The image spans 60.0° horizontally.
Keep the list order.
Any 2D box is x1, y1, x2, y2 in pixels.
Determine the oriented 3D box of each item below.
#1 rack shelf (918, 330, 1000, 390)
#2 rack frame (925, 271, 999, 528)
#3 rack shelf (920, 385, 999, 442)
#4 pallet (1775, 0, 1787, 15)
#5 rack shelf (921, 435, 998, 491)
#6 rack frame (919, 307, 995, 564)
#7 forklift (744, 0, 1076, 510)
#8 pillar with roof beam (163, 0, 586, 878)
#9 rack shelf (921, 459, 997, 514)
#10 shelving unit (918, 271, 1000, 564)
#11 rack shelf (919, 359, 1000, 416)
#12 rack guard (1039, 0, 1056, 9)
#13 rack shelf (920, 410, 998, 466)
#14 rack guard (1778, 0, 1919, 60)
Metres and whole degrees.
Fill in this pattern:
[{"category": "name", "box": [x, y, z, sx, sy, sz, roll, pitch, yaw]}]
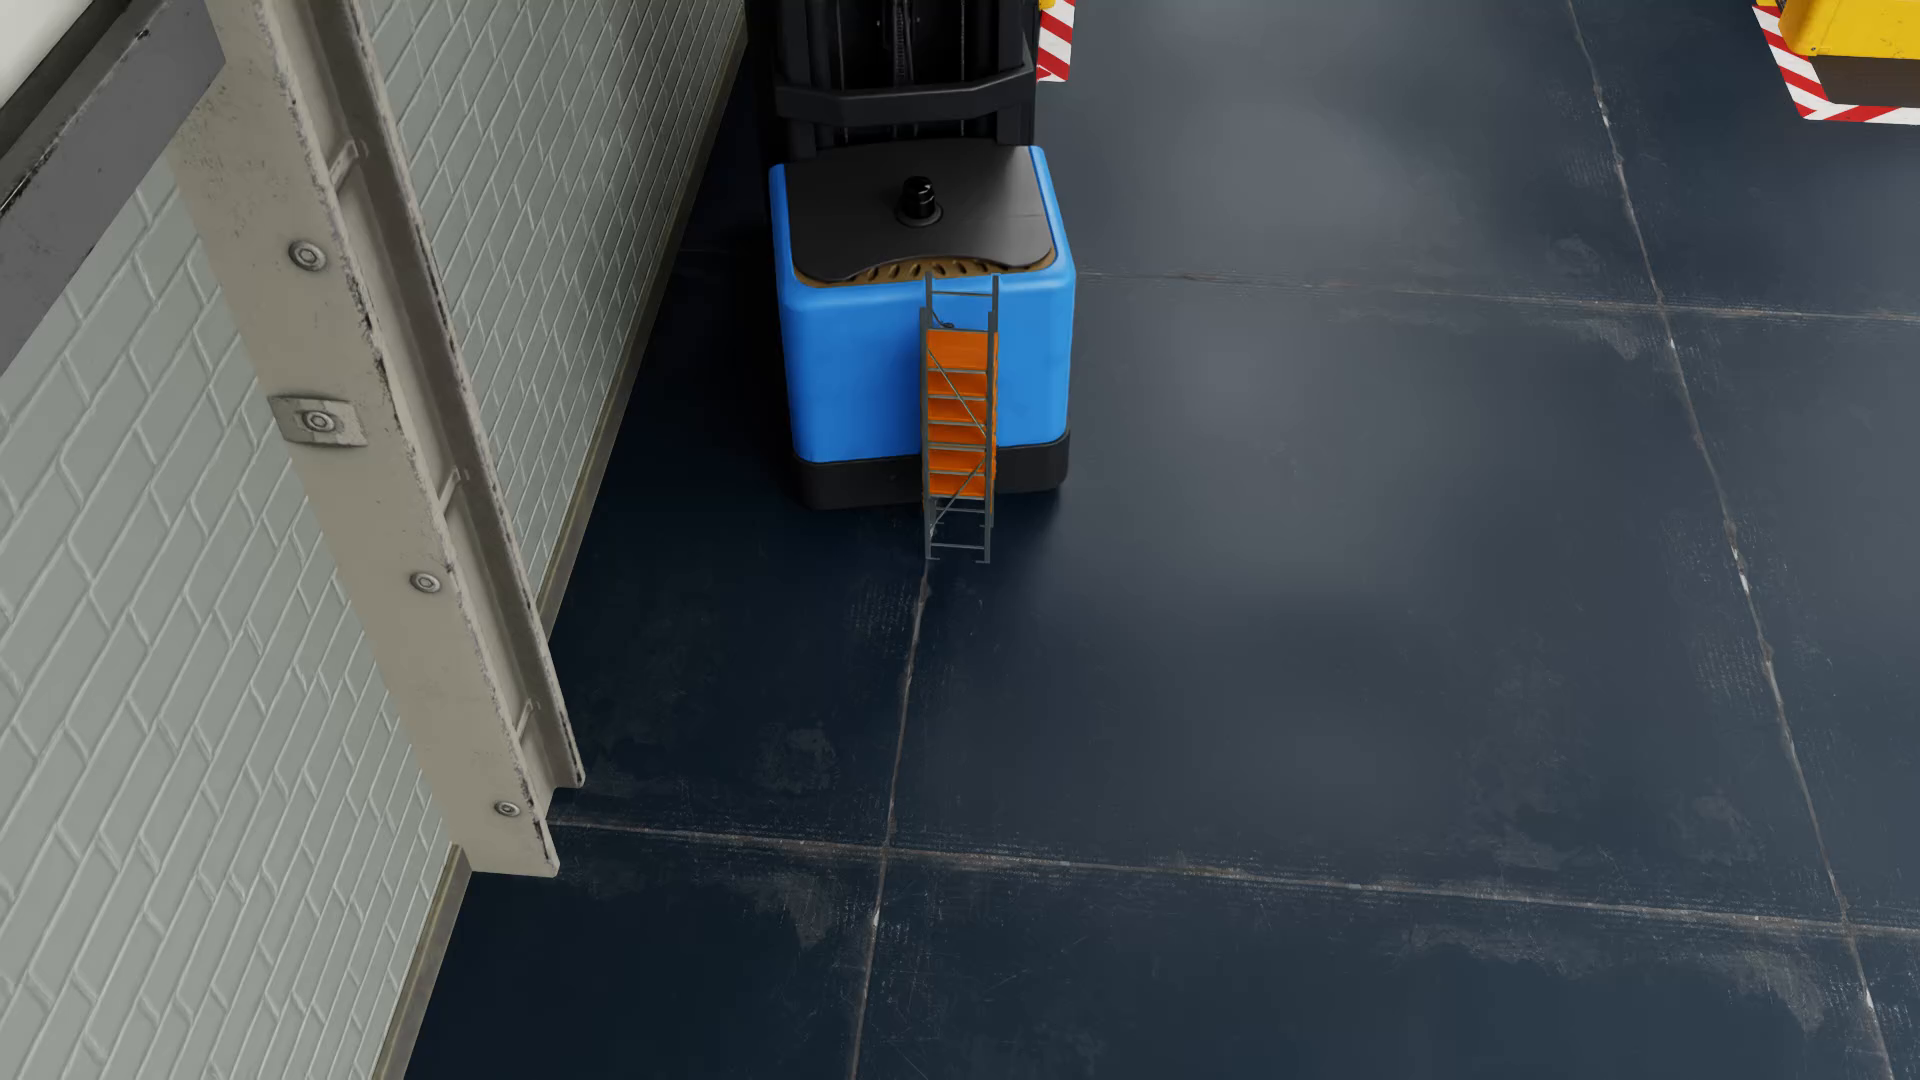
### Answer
[{"category": "rack shelf", "box": [-0.001, -0.607, 5.565, 0.258, 0.103, 0.180, 4, 48, 4]}, {"category": "rack frame", "box": [0.007, -0.462, 5.859, 0.240, 1.200, 0.006, 4, 48, 4]}, {"category": "rack shelf", "box": [-0.001, -0.445, 5.742, 0.258, 0.103, 0.180, 4, 48, 4]}, {"category": "pallet", "box": [4.889, -3.229, 9.060, 1.003, 0.211, 1.213, 4, 48, 4]}, {"category": "rack shelf", "box": [-0.001, -0.283, 5.919, 0.258, 0.103, 0.180, 4, 48, 4]}, {"category": "rack frame", "box": [-0.010, -0.327, 5.736, 0.240, 1.200, 0.006, 4, 48, 4]}, {"category": "forklift", "box": [-0.281, -2.200, 6.276, 1.130, 2.935, 3.031, -5, 48, -5]}, {"category": "pillar with roof beam", "box": [2.870, -1.834, 1.829, 9.100, 9.000, 0.400, 4, 48, 4]}, {"category": "rack shelf", "box": [-0.001, -0.202, 6.007, 0.258, 0.103, 0.180, 4, 48, 4]}, {"category": "shelving unit", "box": [-0.001, -0.394, 5.798, 0.258, 1.200, 0.189, 4, 48, 4]}, {"category": "rack shelf", "box": [-0.001, -0.526, 5.653, 0.258, 0.103, 0.180, 4, 48, 4]}, {"category": "rack guard", "box": [-0.066, -3.148, 8.790, 1.175, 0.500, 0.348, 4, 48, 4]}, {"category": "rack shelf", "box": [-0.001, -0.364, 5.830, 0.258, 0.103, 0.180, 4, 48, 4]}, {"category": "rack guard", "box": [4.859, -2.744, 8.421, 1.175, 0.500, 0.348, 4, 48, 4]}]
